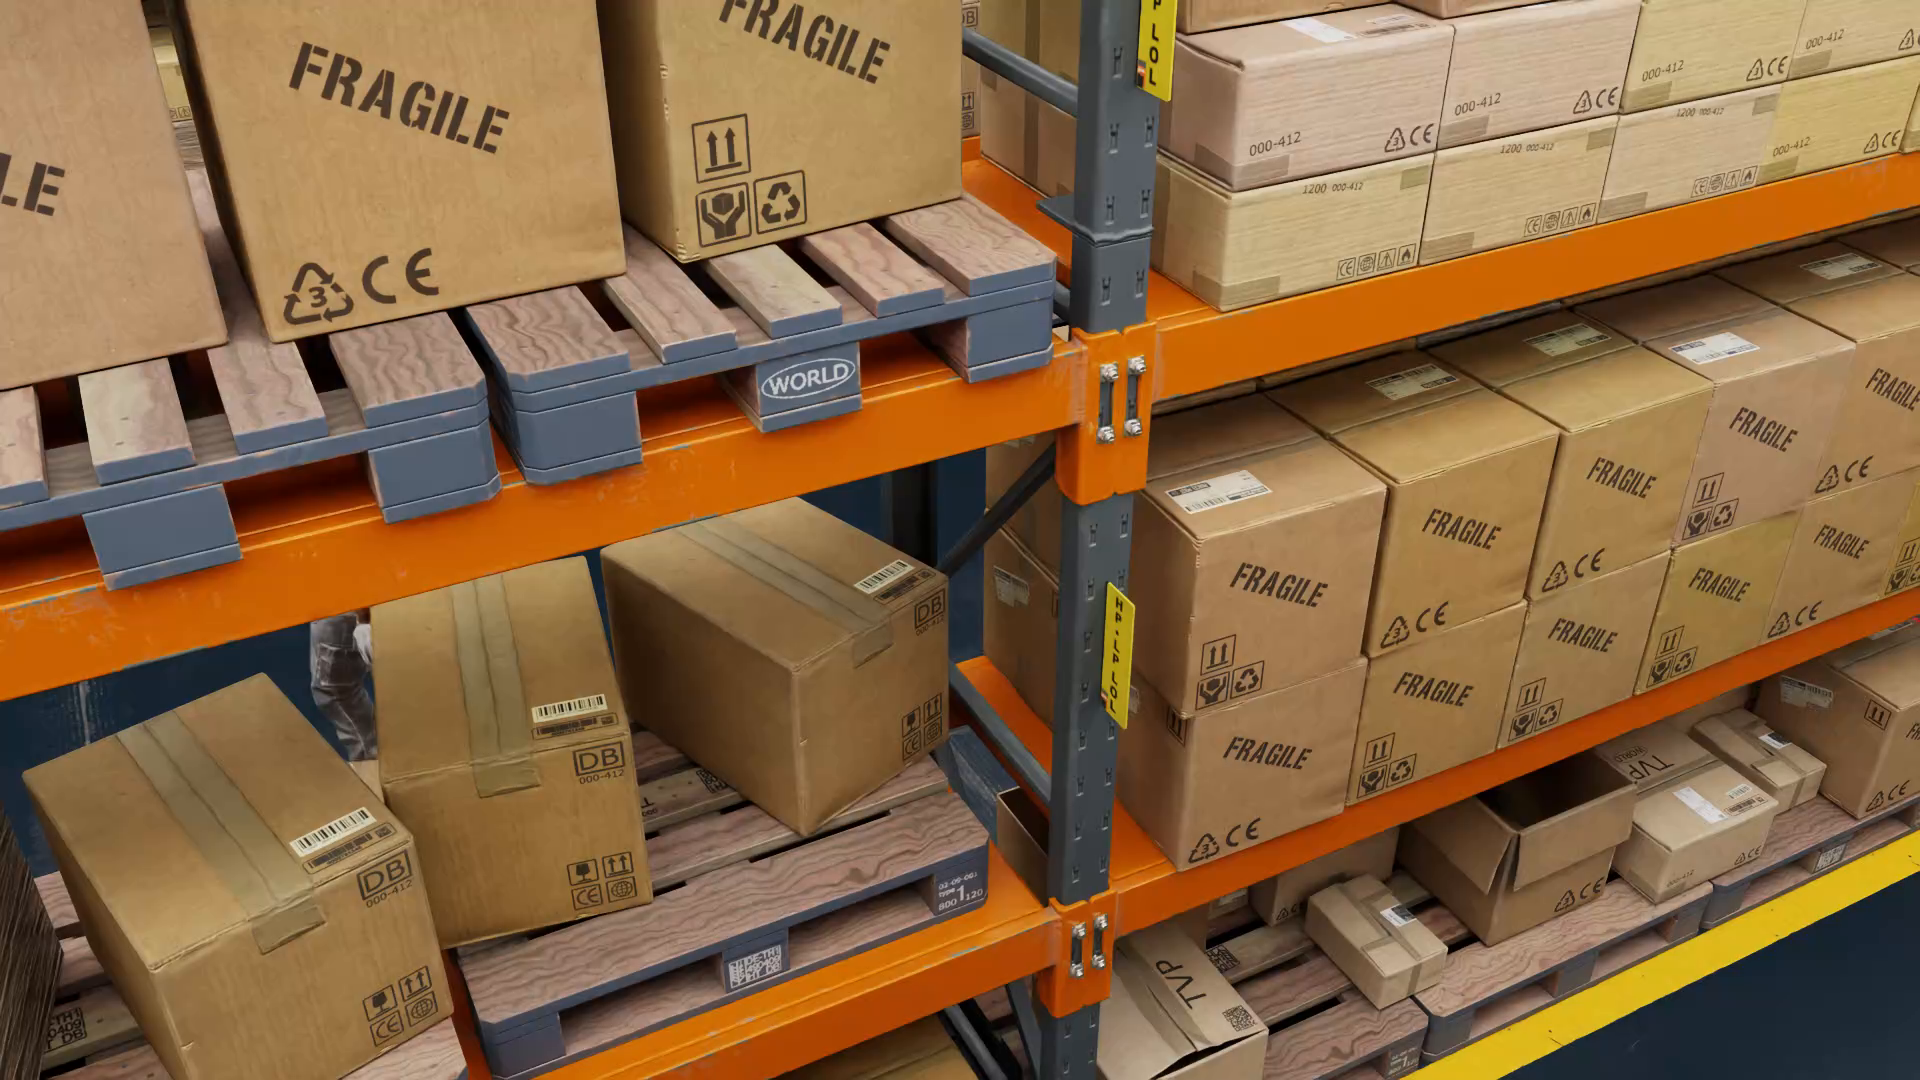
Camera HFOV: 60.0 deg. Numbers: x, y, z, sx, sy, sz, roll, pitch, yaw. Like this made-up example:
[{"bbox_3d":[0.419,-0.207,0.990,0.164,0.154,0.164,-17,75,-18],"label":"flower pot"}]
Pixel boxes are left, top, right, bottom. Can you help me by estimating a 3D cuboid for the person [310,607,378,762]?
[{"bbox_3d":[-2.060,0.146,5.870,0.781,1.759,0.601,-5,33,-8],"label":"person"}]
